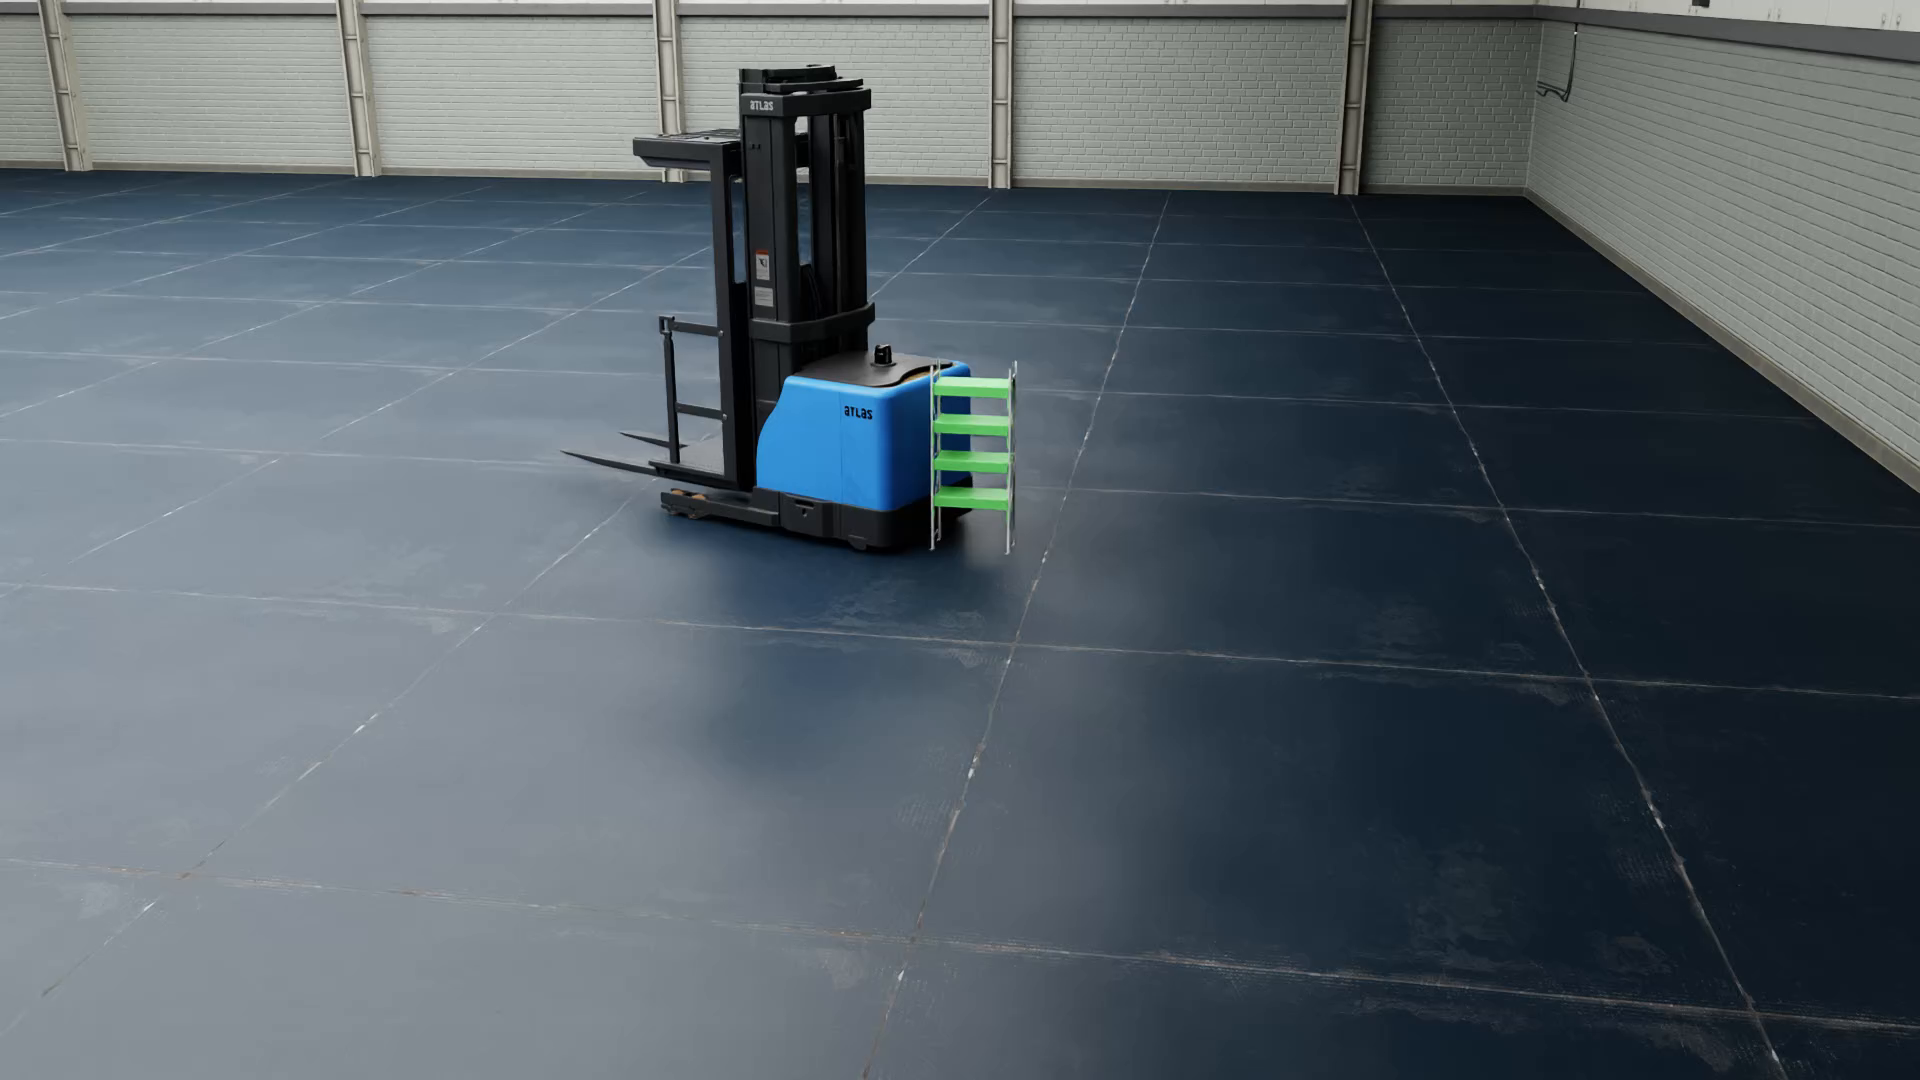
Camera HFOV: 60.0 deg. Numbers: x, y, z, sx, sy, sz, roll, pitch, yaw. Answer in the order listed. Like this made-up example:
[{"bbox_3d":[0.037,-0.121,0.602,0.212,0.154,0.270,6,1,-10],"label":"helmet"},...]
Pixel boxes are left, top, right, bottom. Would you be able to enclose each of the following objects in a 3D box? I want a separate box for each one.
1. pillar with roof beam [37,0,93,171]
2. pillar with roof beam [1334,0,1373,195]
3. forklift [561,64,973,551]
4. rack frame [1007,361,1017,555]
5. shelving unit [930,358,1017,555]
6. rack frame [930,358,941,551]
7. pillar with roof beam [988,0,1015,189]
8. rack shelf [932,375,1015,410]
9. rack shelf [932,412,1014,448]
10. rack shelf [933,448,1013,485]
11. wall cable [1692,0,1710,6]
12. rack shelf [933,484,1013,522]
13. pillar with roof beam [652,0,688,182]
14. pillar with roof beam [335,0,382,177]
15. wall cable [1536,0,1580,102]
[{"bbox_3d":[-17.737,-10.084,26.759,0.400,9.000,9.100,3,19,9],"label":"pillar with roof beam"},{"bbox_3d":[5.959,-8.876,23.149,0.400,9.000,9.100,3,19,9],"label":"pillar with roof beam"},{"bbox_3d":[-1.434,-1.658,11.139,3.031,2.935,1.130,11,22,31],"label":"forklift"},{"bbox_3d":[0.327,-0.510,10.438,0.015,1.200,0.240,3,19,10],"label":"rack frame"},{"bbox_3d":[0.087,-0.524,10.480,0.503,1.200,0.258,3,19,10],"label":"shelving unit"},{"bbox_3d":[-0.153,-0.538,10.521,0.015,1.200,0.240,3,19,10],"label":"rack frame"},{"bbox_3d":[0.035,-9.178,24.052,0.400,9.000,9.100,3,19,9],"label":"pillar with roof beam"},{"bbox_3d":[0.087,-0.919,10.348,0.480,0.148,0.258,3,19,10],"label":"rack shelf"},{"bbox_3d":[0.087,-0.691,10.424,0.480,0.148,0.258,3,19,10],"label":"rack shelf"},{"bbox_3d":[0.087,-0.464,10.500,0.480,0.148,0.258,3,19,10],"label":"rack shelf"},{"bbox_3d":[7.819,-8.302,16.073,0.169,6.003,2.305,3,19,9],"label":"wall cable"},{"bbox_3d":[0.087,-0.236,10.576,0.480,0.148,0.258,3,19,10],"label":"rack shelf"},{"bbox_3d":[-5.889,-9.480,24.954,0.400,9.000,9.100,3,19,9],"label":"pillar with roof beam"},{"bbox_3d":[-11.813,-9.782,25.857,0.400,9.000,9.100,3,19,9],"label":"pillar with roof beam"},{"bbox_3d":[9.341,-8.190,25.991,0.112,2.526,3.097,3,19,9],"label":"wall cable"}]
